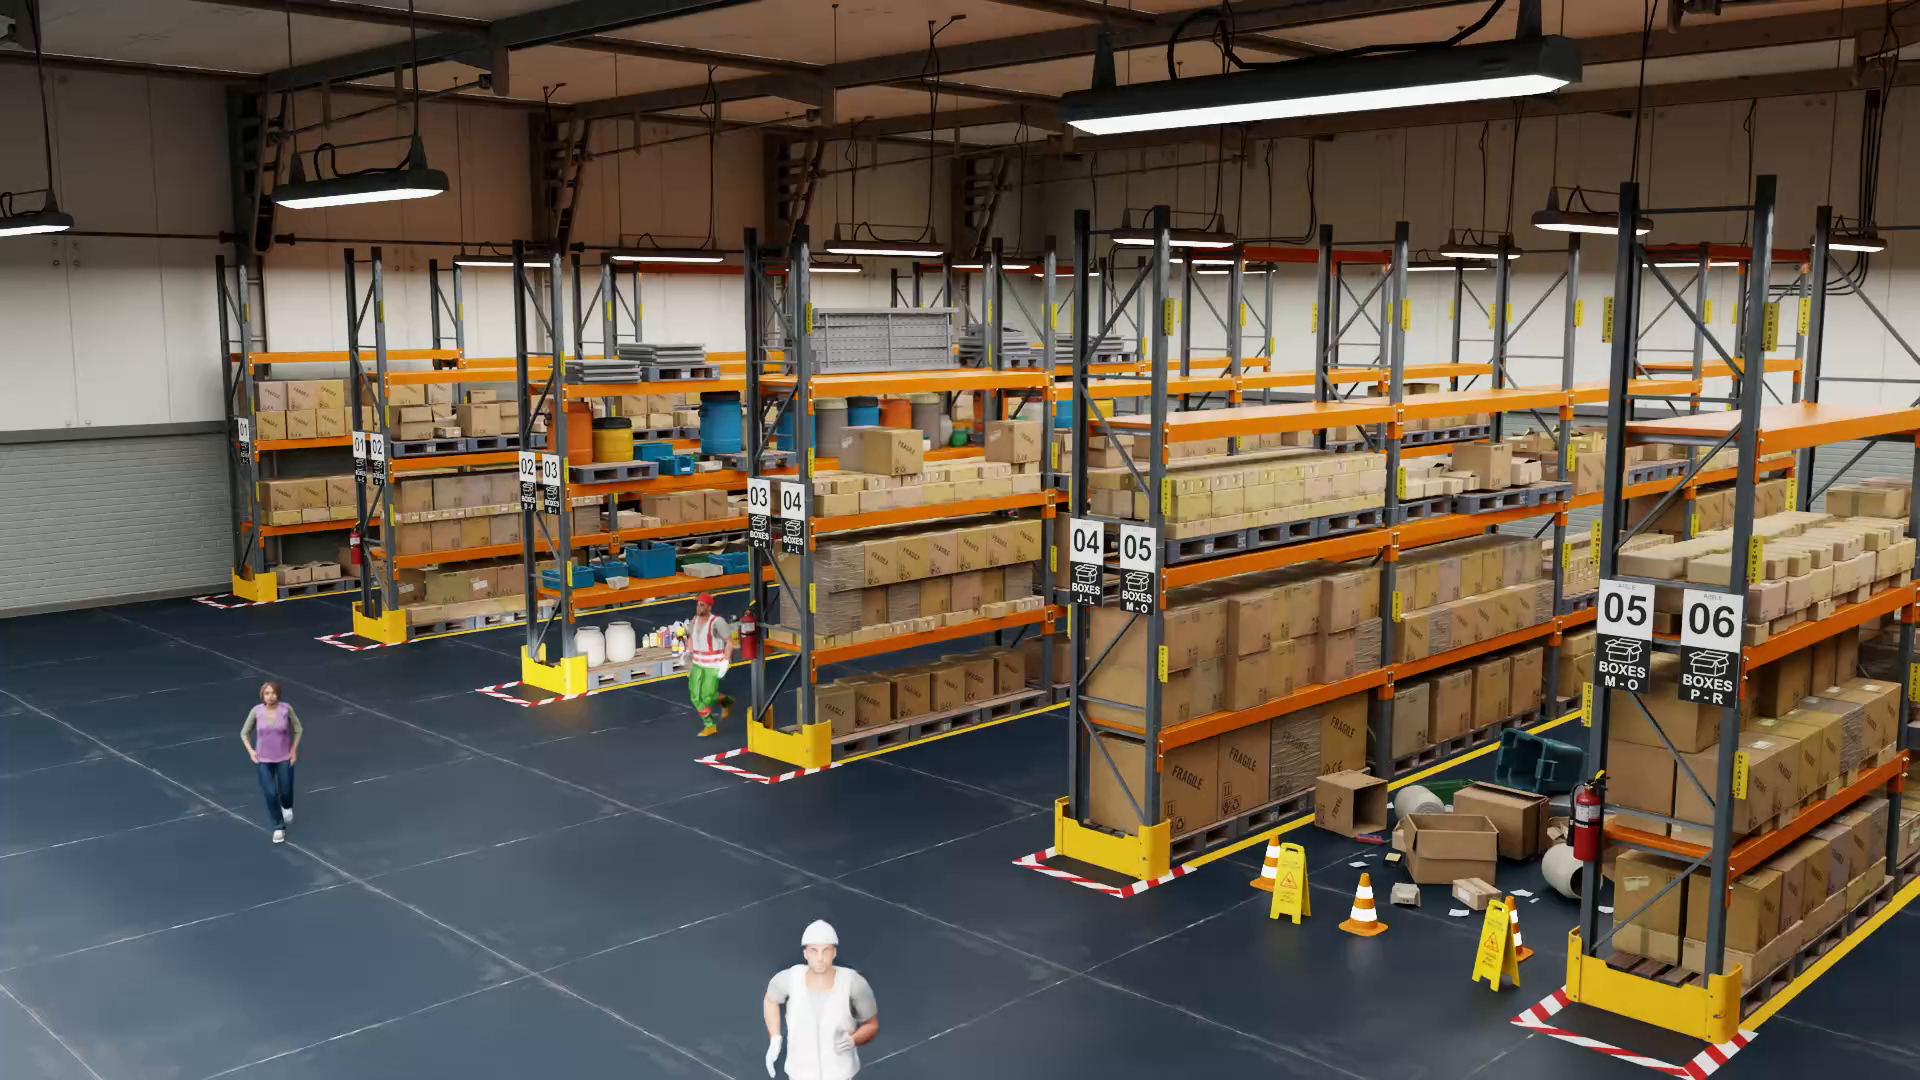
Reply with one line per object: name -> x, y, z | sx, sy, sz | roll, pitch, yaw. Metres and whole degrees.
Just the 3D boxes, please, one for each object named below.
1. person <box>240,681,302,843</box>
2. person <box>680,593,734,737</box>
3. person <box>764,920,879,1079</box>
person -> -6.663, 2.125, 16.120 | 0.559, 1.567, 0.536 | -3, 9, -21
person -> -3.014, 1.484, 20.036 | 0.670, 1.731, 0.628 | 5, 10, 32
person -> -0.766, 2.983, 9.206 | 0.640, 1.824, 0.814 | -1, 8, -4
